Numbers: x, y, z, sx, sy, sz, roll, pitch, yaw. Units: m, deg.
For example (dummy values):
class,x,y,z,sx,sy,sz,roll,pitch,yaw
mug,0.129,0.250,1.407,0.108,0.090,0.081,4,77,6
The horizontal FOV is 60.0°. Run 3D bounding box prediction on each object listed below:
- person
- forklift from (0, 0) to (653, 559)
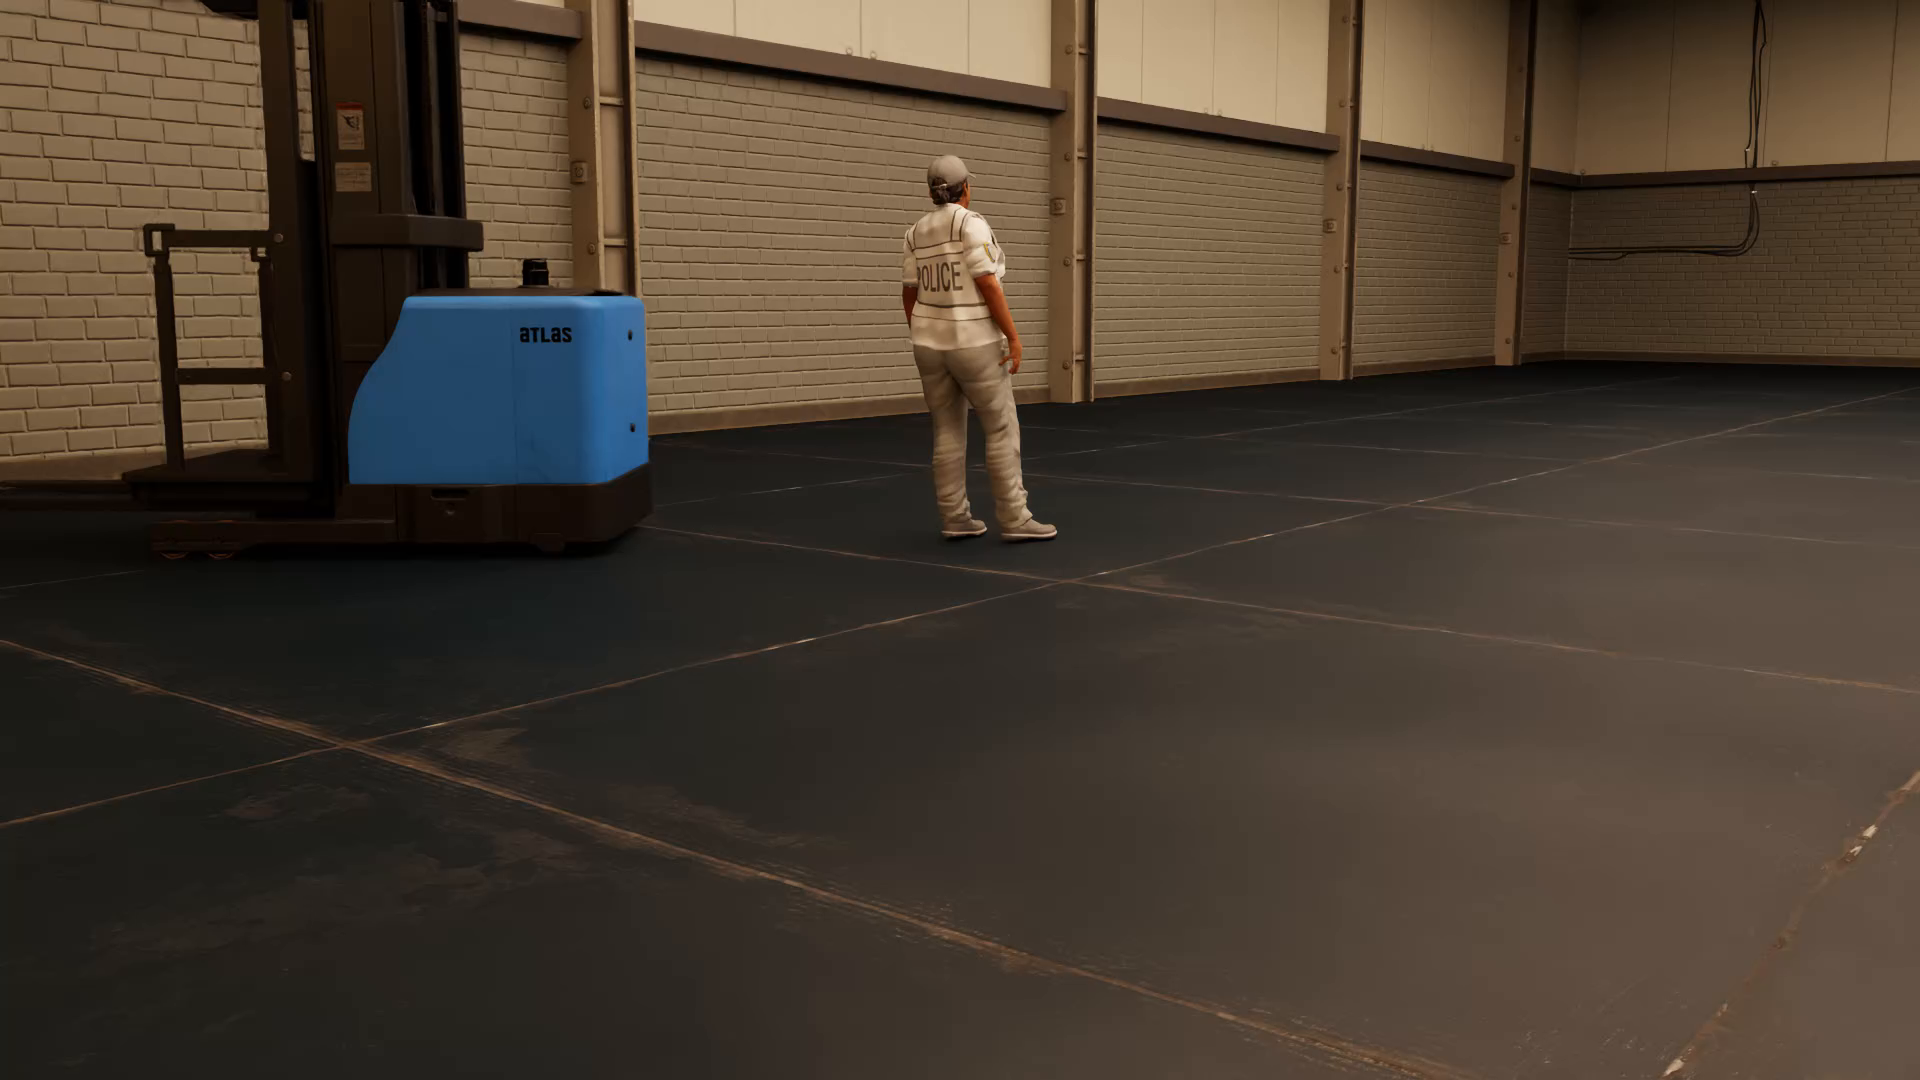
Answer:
class,x,y,z,sx,sy,sz,roll,pitch,yaw
person,0.066,-0.838,7.328,0.598,1.670,0.529,7,11,38
forklift,-2.954,-1.447,7.169,3.031,2.935,1.130,0,8,1
